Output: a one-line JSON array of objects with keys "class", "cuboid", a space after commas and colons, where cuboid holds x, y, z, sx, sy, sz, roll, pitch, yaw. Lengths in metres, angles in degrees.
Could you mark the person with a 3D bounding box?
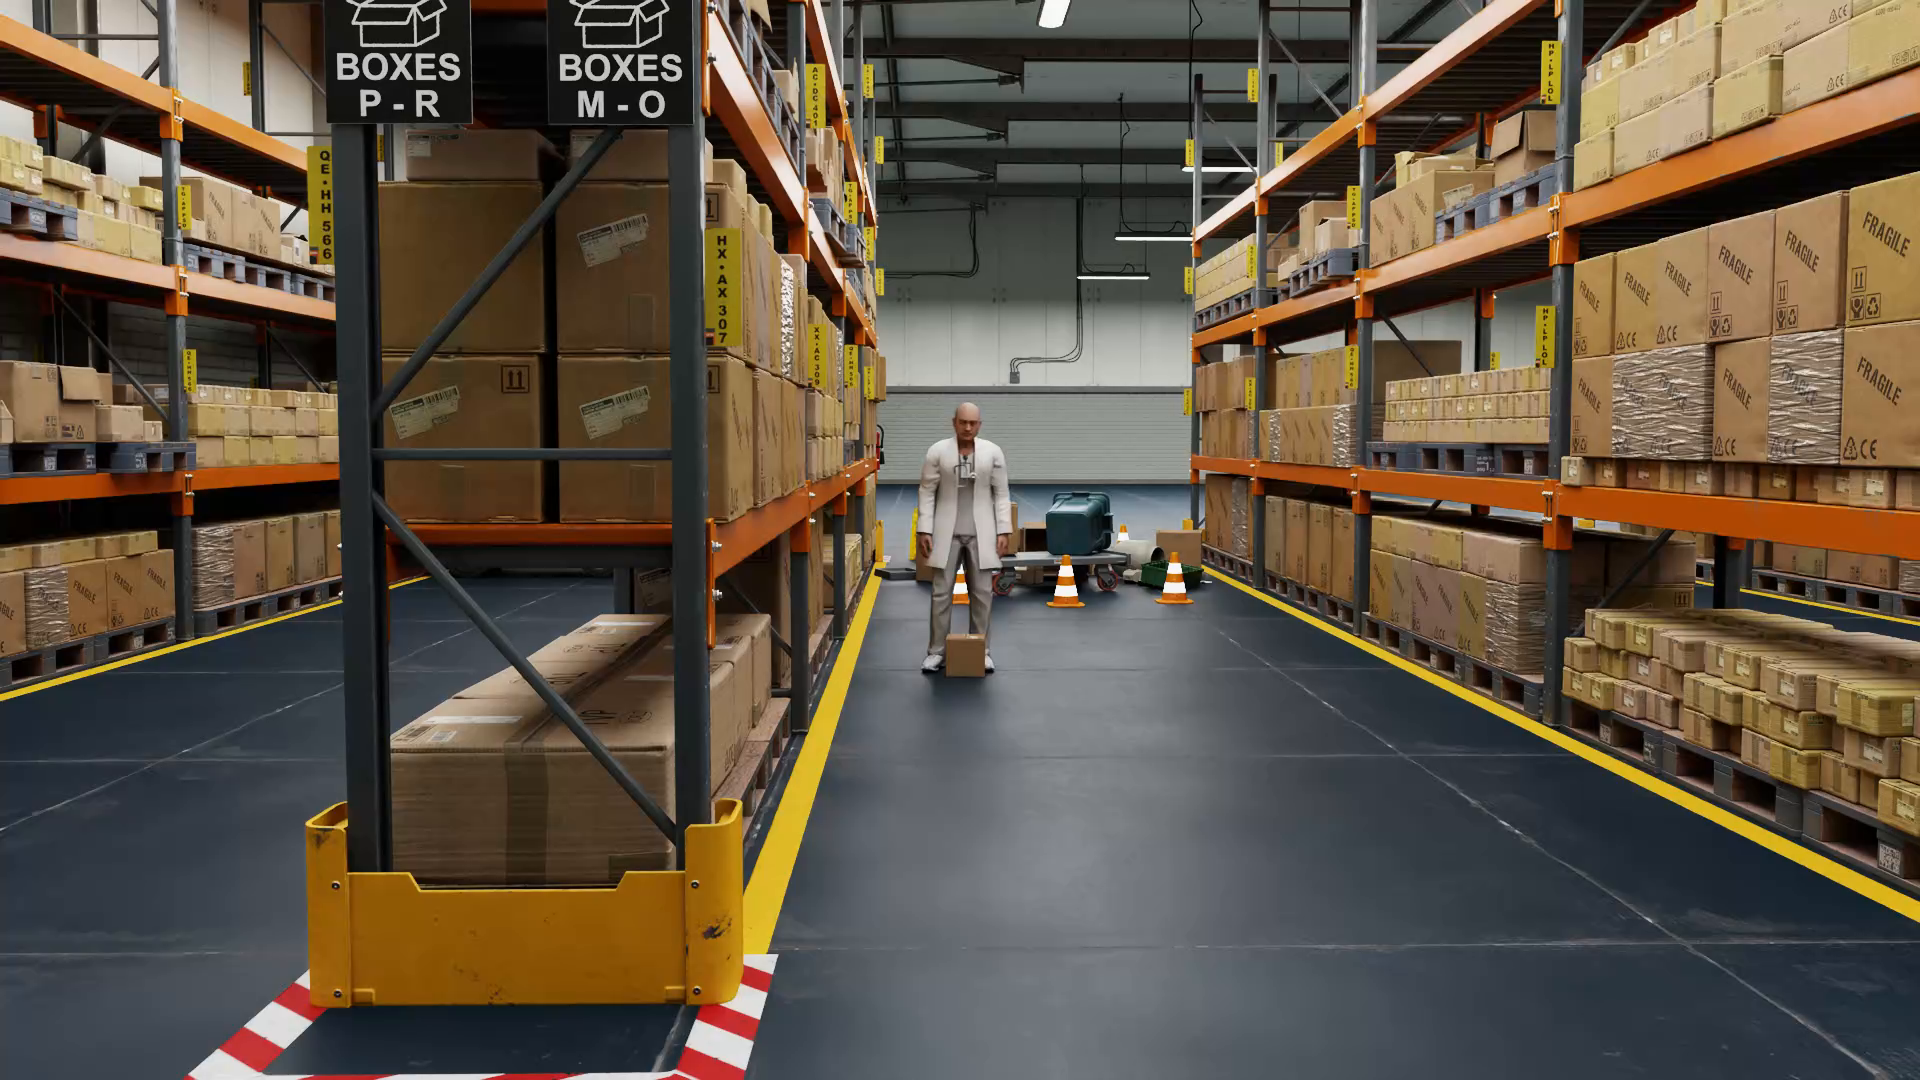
[{"class": "person", "cuboid": [0.028, -0.023, 11.063, 0.648, 1.774, 0.418, 0, 4, -2]}]
